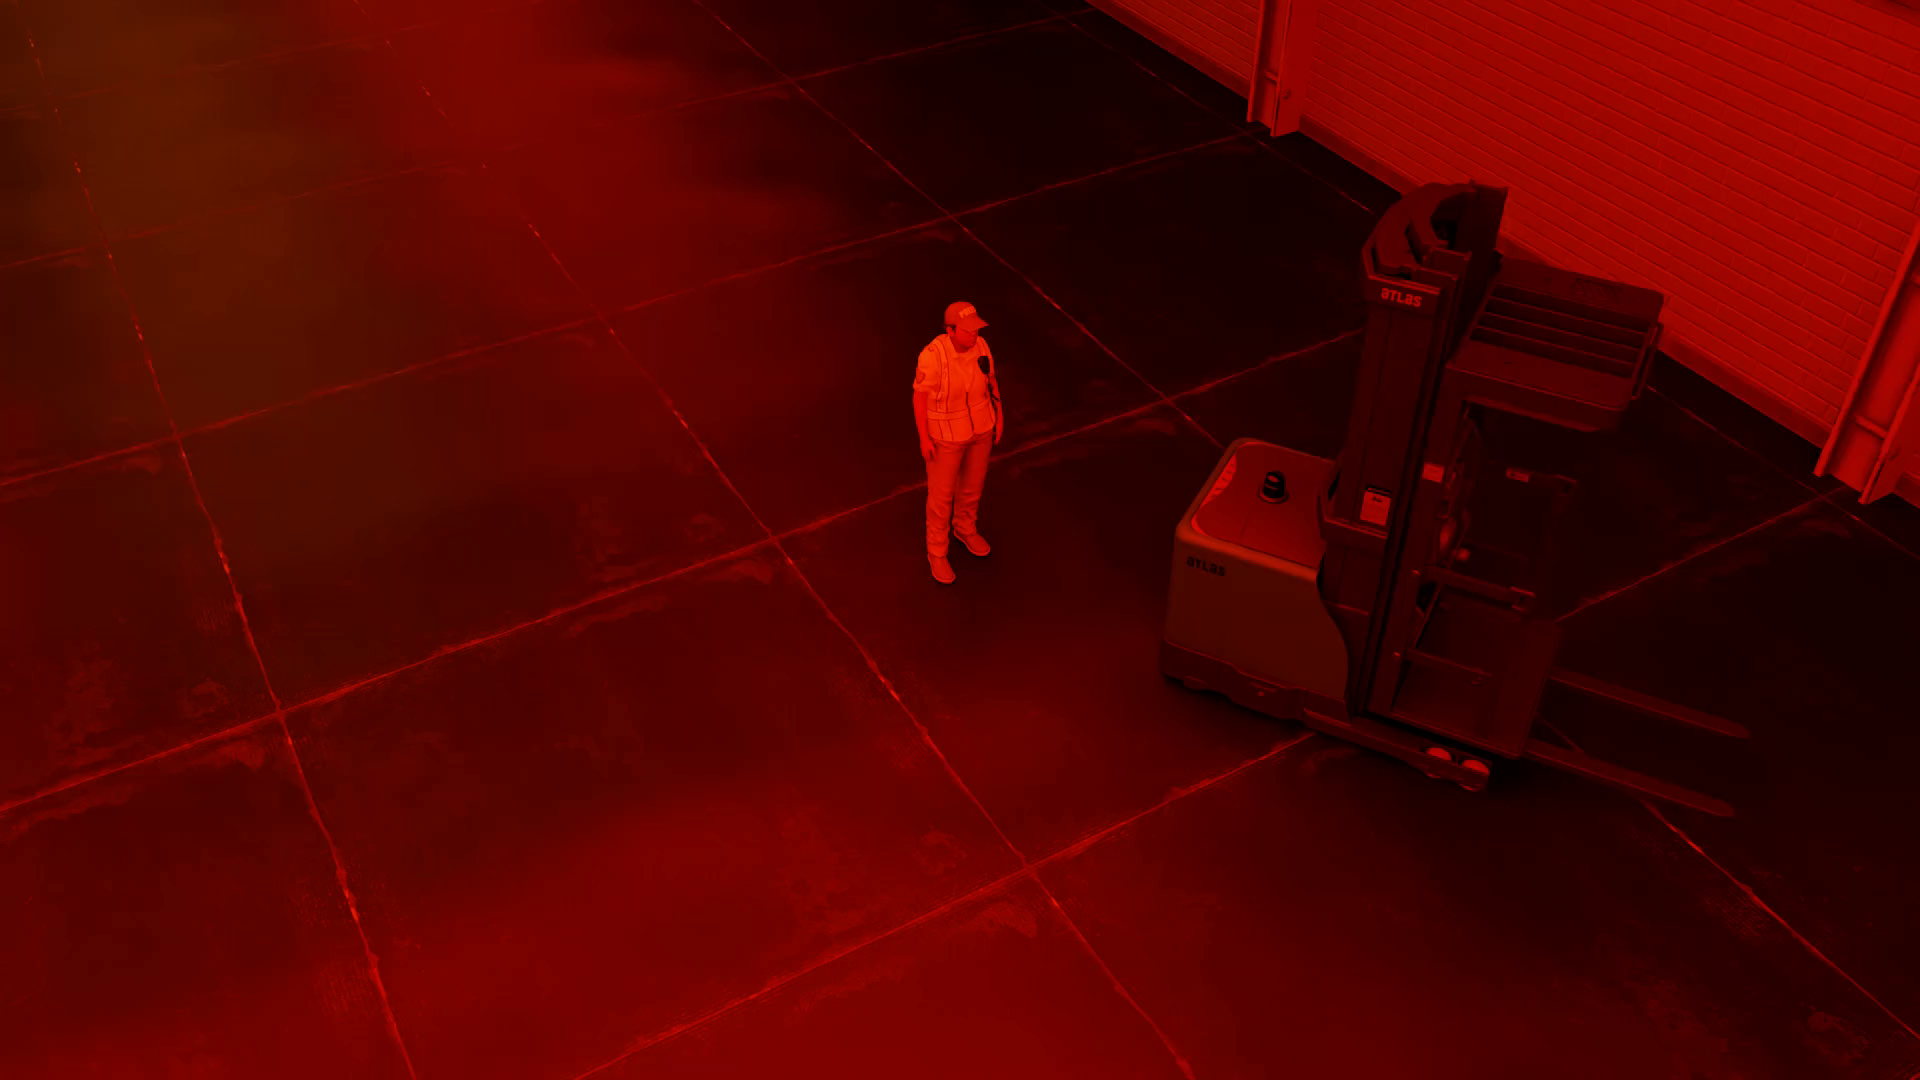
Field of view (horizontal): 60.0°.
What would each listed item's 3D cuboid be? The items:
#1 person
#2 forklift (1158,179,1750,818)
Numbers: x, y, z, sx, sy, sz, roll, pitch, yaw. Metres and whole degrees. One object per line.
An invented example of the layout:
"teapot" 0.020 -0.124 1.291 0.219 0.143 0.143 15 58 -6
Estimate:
"person" 0.019 -0.597 9.736 0.598 1.670 0.529 -20 44 -23
"forklift" 2.669 -0.199 8.276 3.031 2.935 1.130 18 43 21
